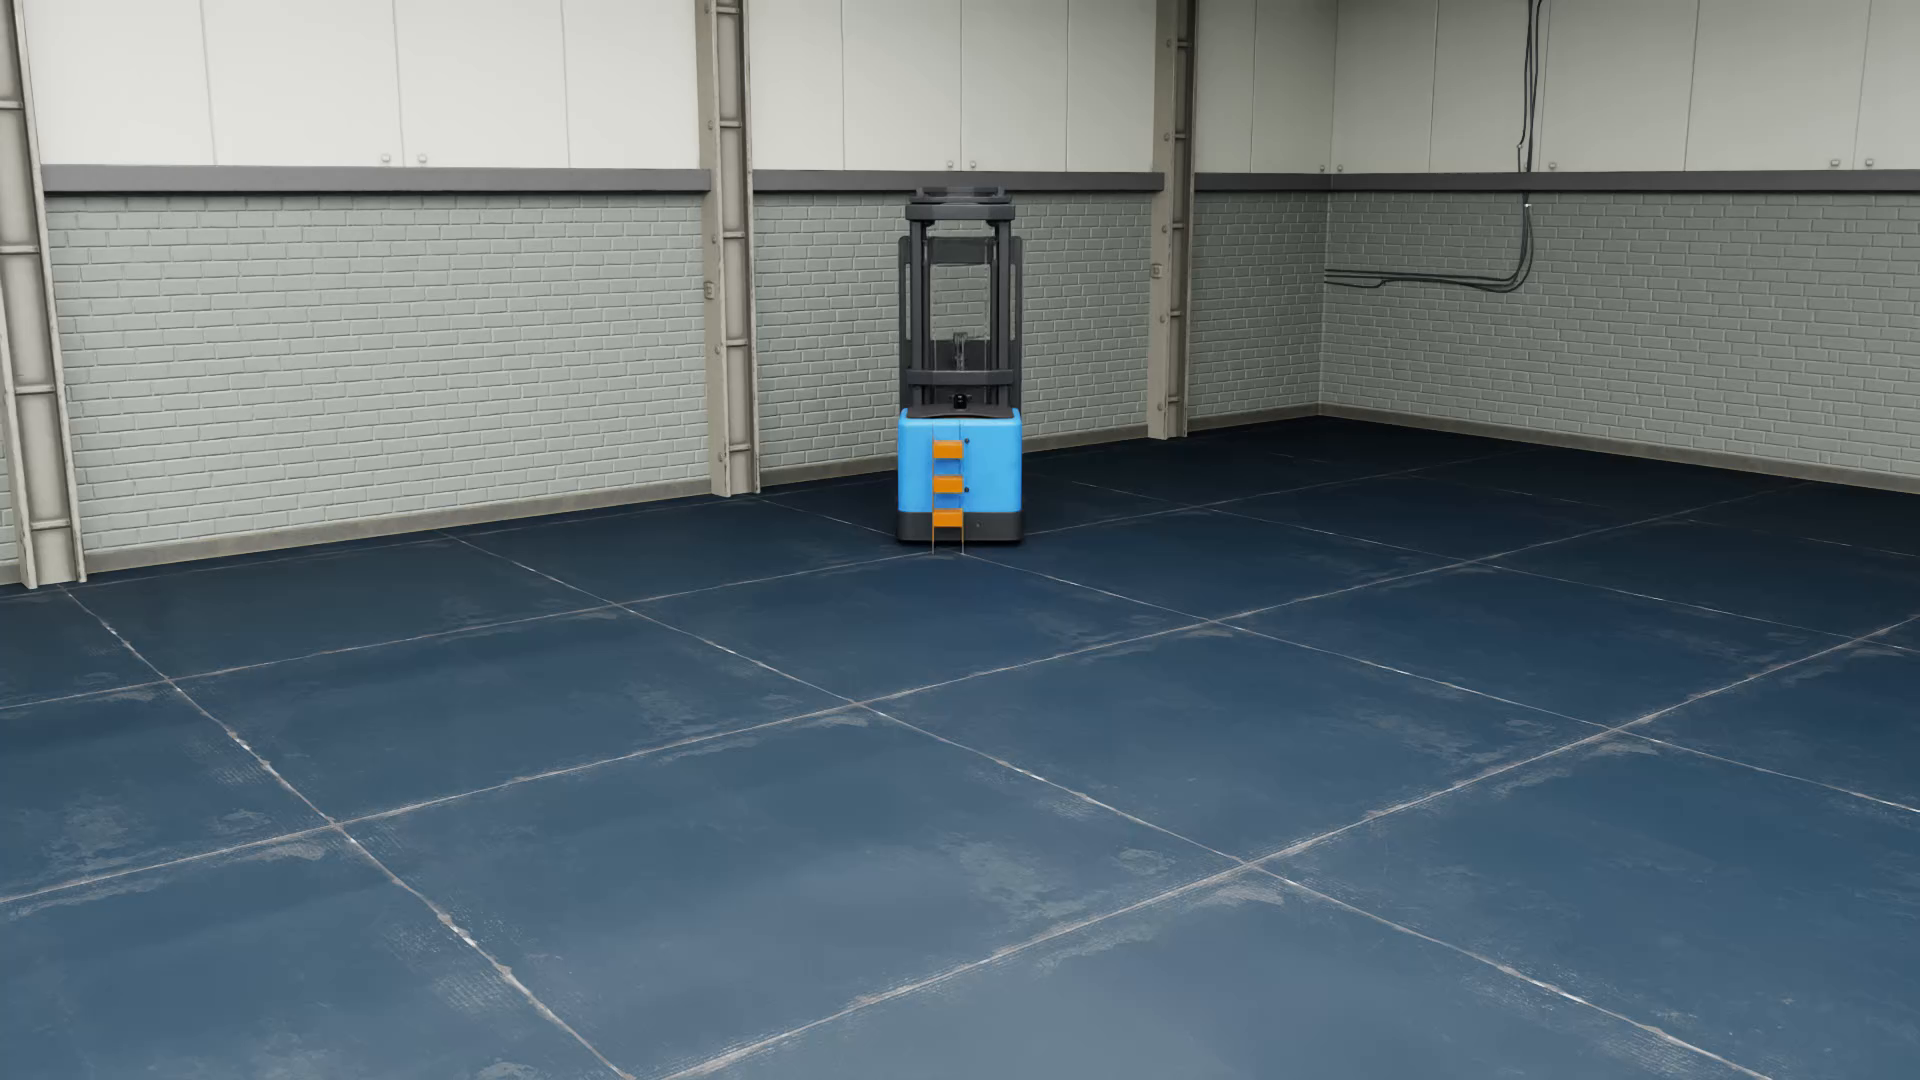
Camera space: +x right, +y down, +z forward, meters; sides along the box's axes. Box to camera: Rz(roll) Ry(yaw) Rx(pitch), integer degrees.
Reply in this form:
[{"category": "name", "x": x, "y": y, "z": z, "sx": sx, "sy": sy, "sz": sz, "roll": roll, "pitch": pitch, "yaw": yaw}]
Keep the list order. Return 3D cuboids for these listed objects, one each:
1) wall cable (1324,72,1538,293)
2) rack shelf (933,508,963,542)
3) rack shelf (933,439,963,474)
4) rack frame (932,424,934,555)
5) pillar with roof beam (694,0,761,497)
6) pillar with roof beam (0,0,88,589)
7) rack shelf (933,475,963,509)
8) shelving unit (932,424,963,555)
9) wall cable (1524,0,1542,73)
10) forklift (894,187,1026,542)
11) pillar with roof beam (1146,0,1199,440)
[{"category": "wall cable", "x": 5.609, "y": -4.293, "z": 20.157, "sx": 0.112, "sy": 2.526, "sz": 3.097, "roll": -9, "pitch": 15, "yaw": -38}, {"category": "rack shelf", "x": -0.098, "y": -0.129, "z": 13.600, "sx": 0.240, "sy": 0.259, "sz": 0.215, "roll": 0, "pitch": 12, "yaw": 0}, {"category": "rack shelf", "x": -0.098, "y": -0.679, "z": 13.483, "sx": 0.240, "sy": 0.259, "sz": 0.215, "roll": 0, "pitch": 12, "yaw": 0}, {"category": "rack frame", "x": -0.220, "y": -0.412, "z": 13.540, "sx": 0.008, "sy": 1.050, "sz": 0.200, "roll": 0, "pitch": 12, "yaw": 0}, {"category": "pillar with roof beam", "x": 0.486, "y": -4.167, "z": 12.090, "sx": 0.400, "sy": 9.000, "sz": 9.100, "roll": -9, "pitch": 15, "yaw": -38}, {"category": "pillar with roof beam", "x": -4.199, "y": -3.389, "z": 8.423, "sx": 0.400, "sy": 9.000, "sz": 9.100, "roll": -9, "pitch": 15, "yaw": -38}, {"category": "rack shelf", "x": -0.098, "y": -0.401, "z": 13.542, "sx": 0.240, "sy": 0.259, "sz": 0.215, "roll": 0, "pitch": 12, "yaw": 0}, {"category": "shelving unit", "x": -0.098, "y": -0.412, "z": 13.540, "sx": 0.252, "sy": 1.050, "sz": 0.215, "roll": 0, "pitch": 12, "yaw": 0}, {"category": "wall cable", "x": 7.299, "y": -6.325, "z": 17.566, "sx": 0.112, "sy": 2.526, "sz": 3.097, "roll": -9, "pitch": 15, "yaw": -38}, {"category": "forklift", "x": 0.005, "y": -1.672, "z": 14.946, "sx": 1.130, "sy": 2.935, "sz": 3.031, "roll": 0, "pitch": 12, "yaw": 0}, {"category": "pillar with roof beam", "x": 5.171, "y": -4.946, "z": 15.756, "sx": 0.400, "sy": 9.000, "sz": 9.100, "roll": -9, "pitch": 15, "yaw": -38}]
